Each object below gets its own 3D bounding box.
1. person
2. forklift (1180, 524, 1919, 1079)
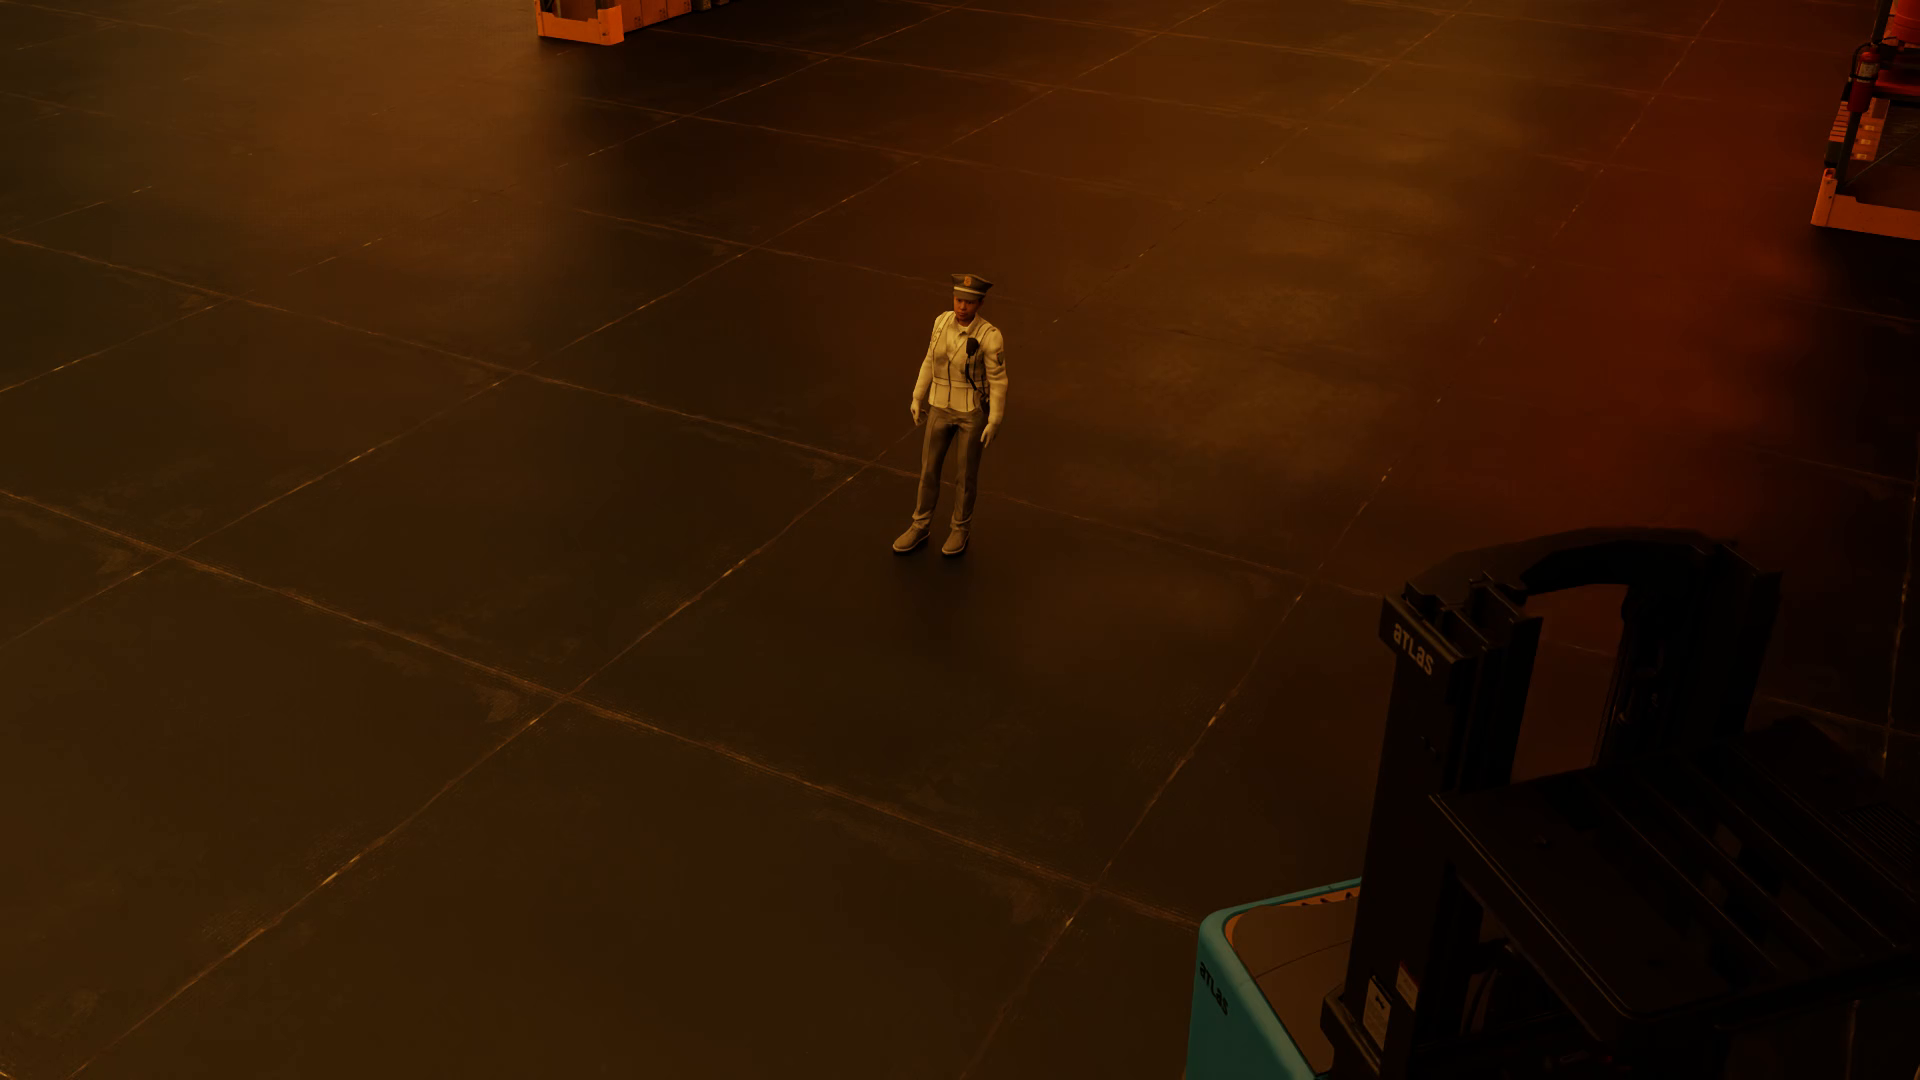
[{"bbox_3d":[-0.039,-0.712,9.526,0.587,1.695,0.531,15,33,25],"label":"person"},{"bbox_3d":[1.727,1.561,4.367,1.130,2.935,3.031,-9,31,-15],"label":"forklift"}]
